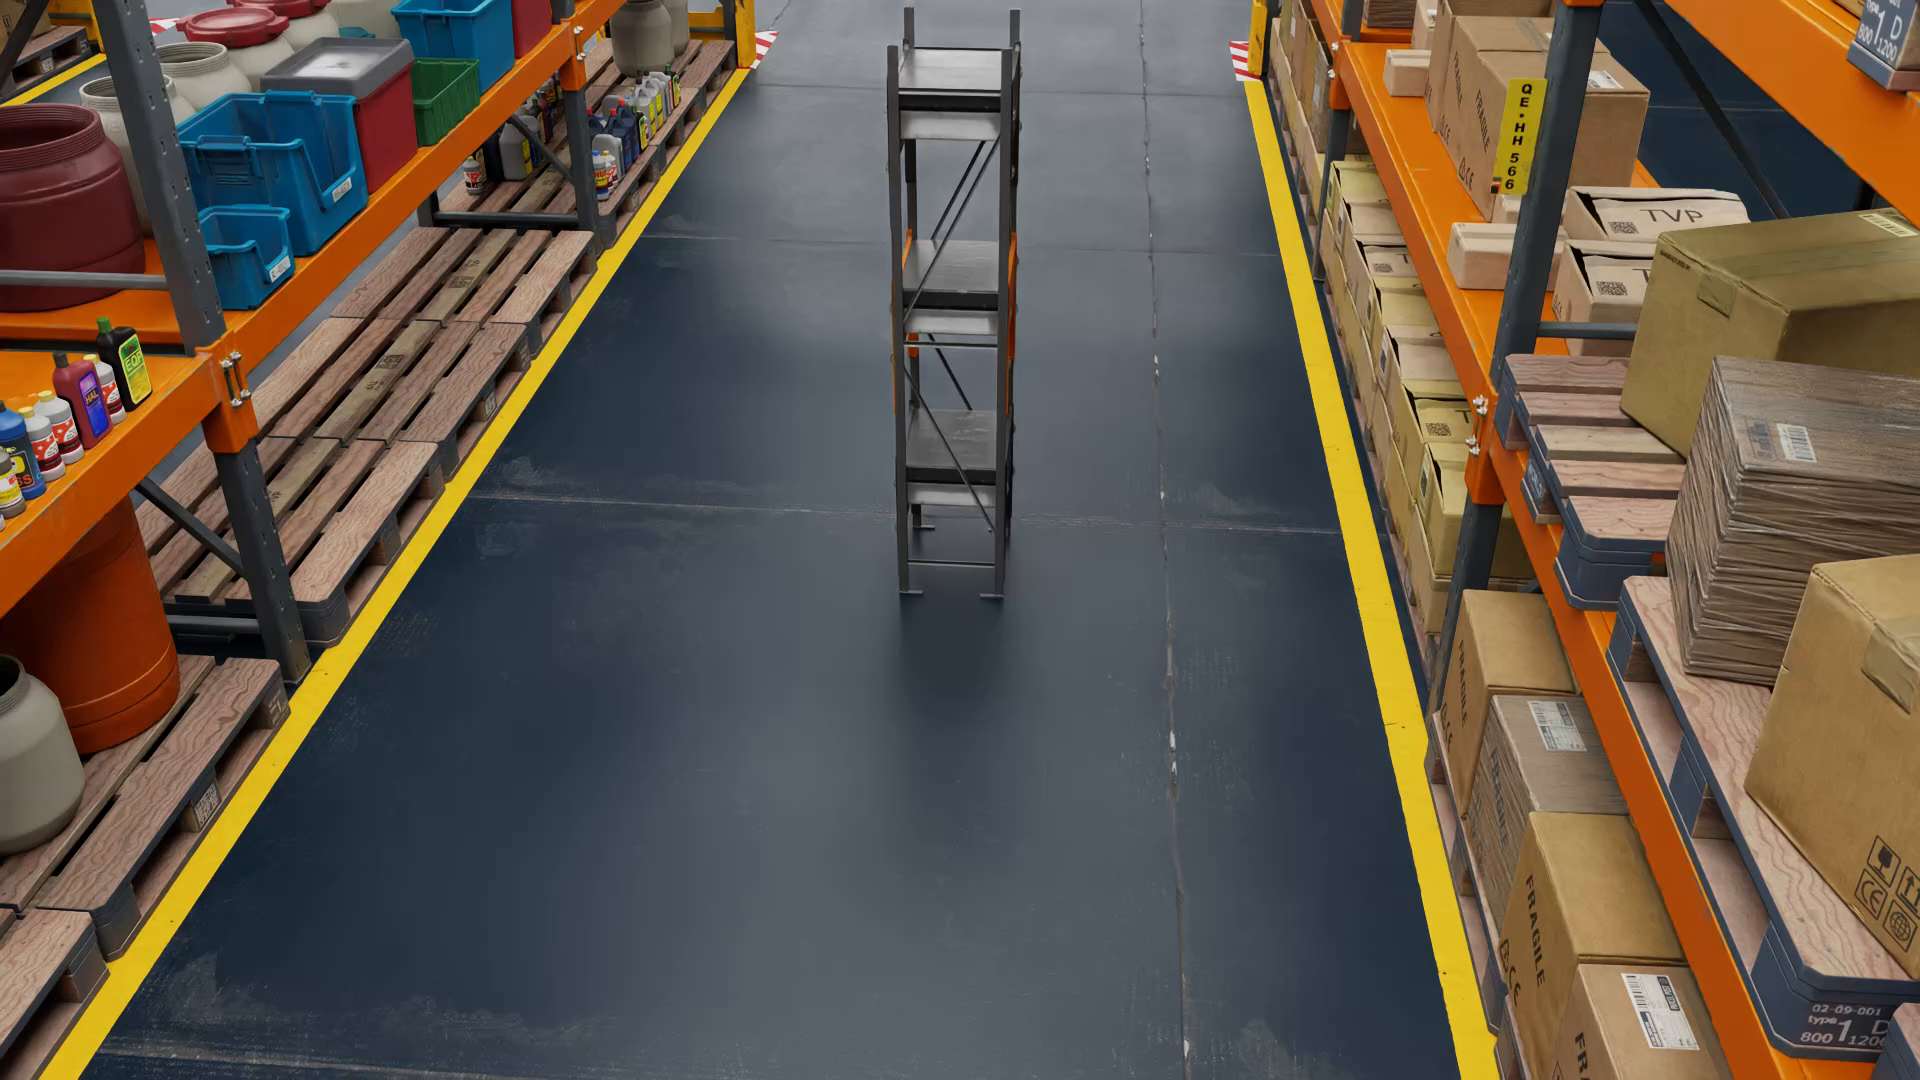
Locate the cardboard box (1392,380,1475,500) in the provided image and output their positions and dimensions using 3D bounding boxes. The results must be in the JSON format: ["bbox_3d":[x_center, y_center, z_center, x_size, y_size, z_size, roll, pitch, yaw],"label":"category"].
[{"bbox_3d":[1.927,-0.399,6.225,0.500,0.311,0.500,2,32,3],"label":"cardboard box"}]

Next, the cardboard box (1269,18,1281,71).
[{"bbox_3d":[2.480,-3.516,11.817,0.500,0.250,0.500,2,32,4],"label":"cardboard box"}]

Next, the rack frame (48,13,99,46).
[{"bbox_3d":[-7.128,-5.204,12.336,1.000,3.000,0.127,2,32,4],"label":"rack frame"}]

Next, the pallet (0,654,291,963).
[{"bbox_3d":[-2.865,0.792,5.264,1.003,0.211,1.213,2,32,4],"label":"pallet"}]

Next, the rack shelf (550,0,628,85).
[{"bbox_3d":[-2.354,-3.641,10.484,1.077,0.370,4.000,2,32,4],"label":"rack shelf"}]

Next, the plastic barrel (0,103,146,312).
[{"bbox_3d":[-3.107,-1.123,5.583,0.600,0.536,0.708,2,32,4],"label":"plastic barrel"}]

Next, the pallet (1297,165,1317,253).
[{"bbox_3d":[2.526,-1.914,9.655,1.003,0.211,1.213,2,32,4],"label":"pallet"}]

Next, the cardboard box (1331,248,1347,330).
[{"bbox_3d":[2.097,-1.228,8.104,0.500,0.250,0.500,3,32,5],"label":"cardboard box"}]

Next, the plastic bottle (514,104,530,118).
[{"bbox_3d":[-2.710,-2.579,10.181,0.144,0.351,0.185,2,32,4],"label":"plastic bottle"}]

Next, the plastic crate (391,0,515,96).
[{"bbox_3d":[-2.297,-2.304,7.645,0.392,0.384,0.575,2,32,4],"label":"plastic crate"}]

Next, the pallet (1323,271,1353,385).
[{"bbox_3d":[2.399,-1.113,8.356,1.003,0.211,1.213,2,32,4],"label":"pallet"}]

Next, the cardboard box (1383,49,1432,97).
[{"bbox_3d":[2.144,-2.126,7.580,0.380,0.149,0.250,2,32,4],"label":"cardboard box"}]

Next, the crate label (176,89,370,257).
[{"bbox_3d":[-2.492,-1.332,6.019,0.502,0.435,0.616,2,32,4],"label":"crate label"}]

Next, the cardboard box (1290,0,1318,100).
[{"bbox_3d":[2.355,-3.051,10.348,0.500,0.500,0.500,2,32,4],"label":"cardboard box"}]

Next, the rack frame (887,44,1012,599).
[{"bbox_3d":[-0.033,-0.680,5.852,0.400,2.100,0.015,2,32,4],"label":"rack frame"}]

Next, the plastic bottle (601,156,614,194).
[{"bbox_3d":[-2.046,-2.098,9.543,0.097,0.201,0.097,0,32,0],"label":"plastic bottle"}]

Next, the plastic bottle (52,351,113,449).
[{"bbox_3d":[-2.469,-0.409,4.666,0.061,0.283,0.133,2,32,4],"label":"plastic bottle"}]

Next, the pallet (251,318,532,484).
[{"bbox_3d":[-2.639,-0.662,7.623,1.003,0.211,1.213,2,32,4],"label":"pallet"}]

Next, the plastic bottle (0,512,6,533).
[{"bbox_3d":[-2.528,-0.141,4.242,0.097,0.271,0.097,0,32,0],"label":"plastic bottle"}]

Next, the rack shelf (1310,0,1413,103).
[{"bbox_3d":[2.583,-3.427,10.138,1.077,0.370,4.000,2,32,4],"label":"rack shelf"}]

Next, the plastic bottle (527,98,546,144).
[{"bbox_3d":[-2.606,-2.559,10.214,0.061,0.283,0.133,2,32,4],"label":"plastic bottle"}]

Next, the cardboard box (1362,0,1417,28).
[{"bbox_3d":[2.450,-2.962,8.603,0.700,0.500,0.500,2,32,3],"label":"cardboard box"}]

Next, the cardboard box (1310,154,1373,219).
[{"bbox_3d":[2.240,-1.948,9.272,0.500,0.250,0.500,2,32,4],"label":"cardboard box"}]

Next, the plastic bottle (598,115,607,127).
[{"bbox_3d":[-2.146,-2.412,9.986,0.097,0.271,0.097,0,32,0],"label":"plastic bottle"}]

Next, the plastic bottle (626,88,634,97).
[{"bbox_3d":[-2.089,-2.802,10.685,0.097,0.201,0.097,0,32,0],"label":"plastic bottle"}]

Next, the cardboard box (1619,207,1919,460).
[{"bbox_3d":[2.155,-0.483,4.179,0.700,0.500,0.500,-8,33,-13],"label":"cardboard box"}]

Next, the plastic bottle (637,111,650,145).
[{"bbox_3d":[-1.976,-2.547,10.272,0.097,0.201,0.097,0,32,0],"label":"plastic bottle"}]

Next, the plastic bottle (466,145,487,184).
[{"bbox_3d":[-2.806,-2.198,9.627,0.061,0.283,0.133,4,32,6],"label":"plastic bottle"}]

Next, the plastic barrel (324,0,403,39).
[{"bbox_3d":[-2.813,-2.468,7.766,0.433,0.535,0.433,0,32,0],"label":"plastic barrel"}]

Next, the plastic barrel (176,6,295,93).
[{"bbox_3d":[-2.908,-1.858,6.776,0.433,0.535,0.433,0,32,0],"label":"plastic barrel"}]

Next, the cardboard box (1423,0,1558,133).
[{"bbox_3d":[2.298,-2.054,7.128,0.500,0.500,0.500,5,32,8],"label":"cardboard box"}]

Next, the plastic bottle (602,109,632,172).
[{"bbox_3d":[-2.038,-2.365,9.834,0.144,0.351,0.185,3,32,5],"label":"plastic bottle"}]

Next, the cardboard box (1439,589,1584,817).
[{"bbox_3d":[1.772,0.507,5.032,0.500,0.500,0.500,4,32,6],"label":"cardboard box"}]

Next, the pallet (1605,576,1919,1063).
[{"bbox_3d":[1.940,0.503,3.258,1.003,0.211,1.213,2,32,4],"label":"pallet"}]

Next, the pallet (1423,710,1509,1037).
[{"bbox_3d":[1.996,0.980,4.959,1.003,0.211,1.213,2,32,4],"label":"pallet"}]

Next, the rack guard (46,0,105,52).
[{"bbox_3d":[-7.134,-4.100,12.927,1.175,0.500,0.348,2,32,4],"label":"rack guard"}]

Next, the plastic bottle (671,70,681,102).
[{"bbox_3d":[-1.904,-3.010,11.022,0.097,0.201,0.097,0,32,0],"label":"plastic bottle"}]

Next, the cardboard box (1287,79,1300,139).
[{"bbox_3d":[2.356,-2.732,10.545,0.500,0.250,0.500,2,32,4],"label":"cardboard box"}]

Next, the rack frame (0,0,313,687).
[{"bbox_3d":[-2.843,-0.809,5.204,1.000,3.000,0.127,2,32,4],"label":"rack frame"}]

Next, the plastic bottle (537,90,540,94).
[{"bbox_3d":[-2.694,-2.771,10.634,0.097,0.201,0.097,0,32,0],"label":"plastic bottle"}]

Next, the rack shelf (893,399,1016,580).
[{"bbox_3d":[-0.013,-0.200,6.433,0.431,0.518,0.480,2,32,4],"label":"rack shelf"}]

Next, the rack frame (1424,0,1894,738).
[{"bbox_3d":[2.094,-0.596,4.858,1.000,3.000,0.127,2,32,4],"label":"rack frame"}]

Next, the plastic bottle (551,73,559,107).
[{"bbox_3d":[-2.686,-2.971,10.882,0.061,0.283,0.133,3,32,5],"label":"plastic bottle"}]

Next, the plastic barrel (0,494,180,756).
[{"bbox_3d":[-2.865,0.192,5.247,0.600,0.830,0.708,2,32,4],"label":"plastic barrel"}]

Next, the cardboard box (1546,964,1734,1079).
[{"bbox_3d":[1.652,1.316,3.719,0.500,0.500,0.500,1,32,2],"label":"cardboard box"}]

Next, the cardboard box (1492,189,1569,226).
[{"bbox_3d":[2.142,-1.158,6.010,0.380,0.149,0.250,5,32,8],"label":"cardboard box"}]

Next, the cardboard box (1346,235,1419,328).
[{"bbox_3d":[2.051,-1.197,7.519,0.500,0.311,0.500,1,32,2],"label":"cardboard box"}]

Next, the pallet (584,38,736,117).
[{"bbox_3d":[-2.222,-3.339,11.967,1.003,0.211,1.213,2,32,4],"label":"pallet"}]

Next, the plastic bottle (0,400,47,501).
[{"bbox_3d":[-2.512,-0.243,4.408,0.097,0.271,0.097,0,32,0],"label":"plastic bottle"}]

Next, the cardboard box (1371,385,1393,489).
[{"bbox_3d":[1.976,-0.422,6.796,0.500,0.250,0.500,3,32,5],"label":"cardboard box"}]

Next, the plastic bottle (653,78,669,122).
[{"bbox_3d":[-1.963,-2.838,10.673,0.152,0.276,0.135,2,32,3],"label":"plastic bottle"}]

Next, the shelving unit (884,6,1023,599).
[{"bbox_3d":[-0.013,-0.807,6.059,0.431,2.100,0.503,2,32,4],"label":"shelving unit"}]

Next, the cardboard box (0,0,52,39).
[{"bbox_3d":[-7.195,-3.993,12.353,0.500,0.500,0.500,8,33,13],"label":"cardboard box"}]
